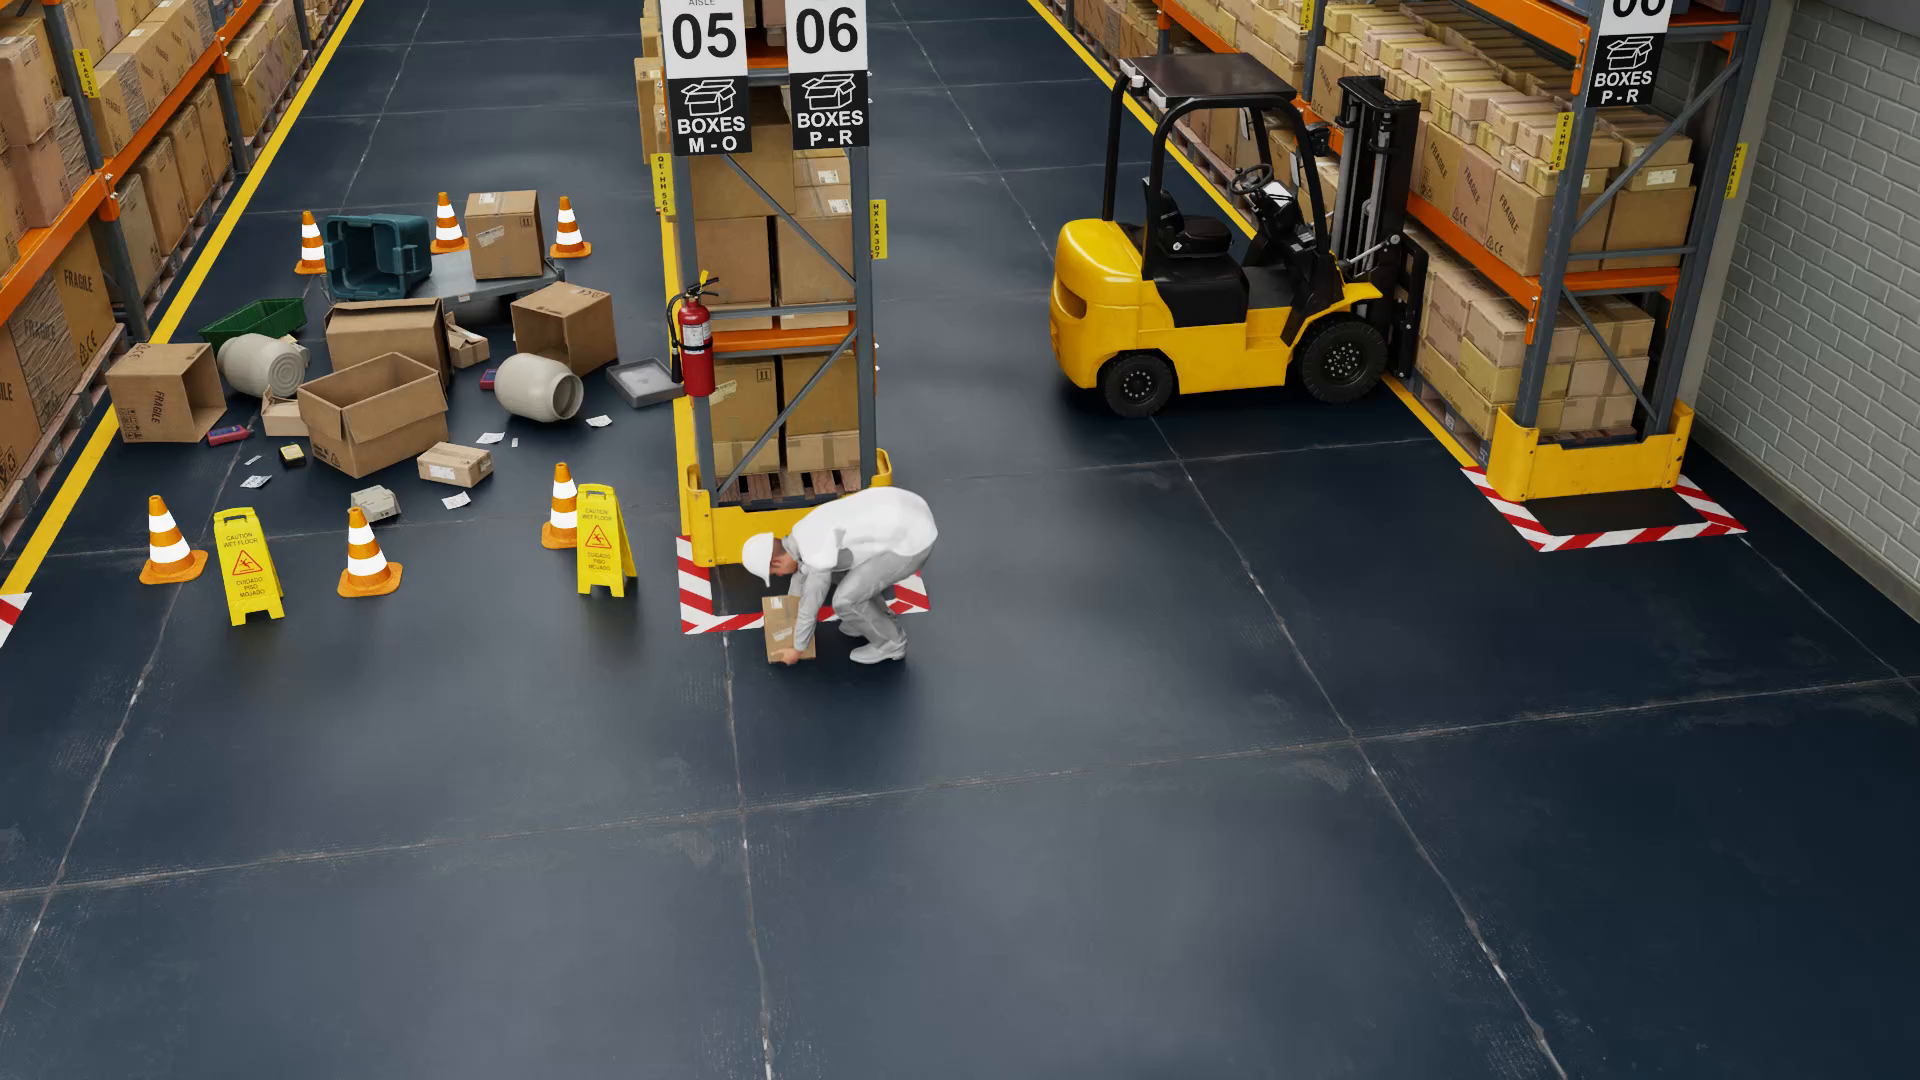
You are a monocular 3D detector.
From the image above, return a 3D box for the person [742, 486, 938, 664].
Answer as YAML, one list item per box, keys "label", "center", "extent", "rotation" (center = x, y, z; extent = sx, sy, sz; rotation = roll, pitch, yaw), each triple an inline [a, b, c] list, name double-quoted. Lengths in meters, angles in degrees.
- label: "person"
  center: [-0.620, 0.183, 8.661]
  extent: [1.000, 0.915, 0.511]
  rotation: [-4, 31, -7]
